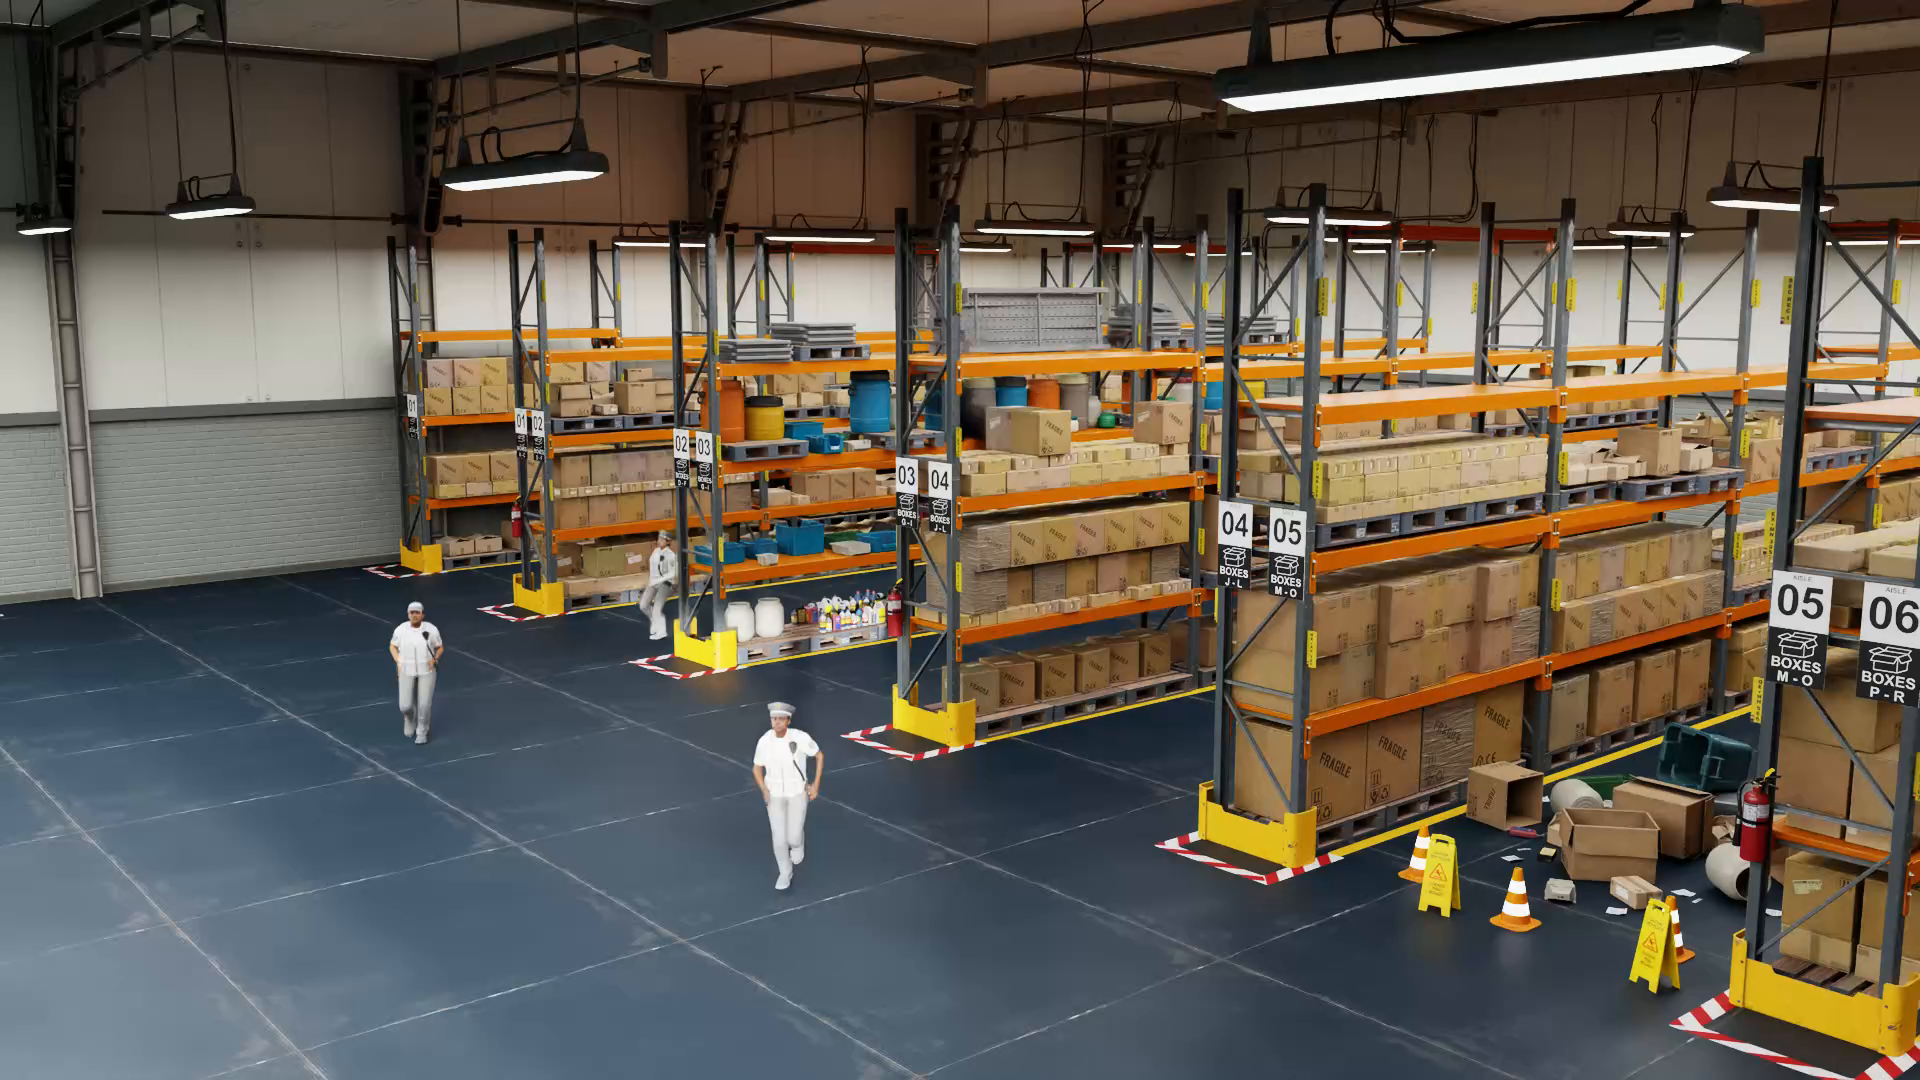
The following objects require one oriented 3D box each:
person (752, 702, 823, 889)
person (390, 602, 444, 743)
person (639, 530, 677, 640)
[{"bbox_3d":[-1.484,2.184,14.281,0.592,1.658,0.628,1,9,5],"label":"person"},{"bbox_3d":[-6.115,1.500,18.741,0.582,1.621,0.538,-2,9,-15],"label":"person"},{"bbox_3d":[-4.370,0.659,24.088,0.600,1.632,0.556,6,11,36],"label":"person"}]
